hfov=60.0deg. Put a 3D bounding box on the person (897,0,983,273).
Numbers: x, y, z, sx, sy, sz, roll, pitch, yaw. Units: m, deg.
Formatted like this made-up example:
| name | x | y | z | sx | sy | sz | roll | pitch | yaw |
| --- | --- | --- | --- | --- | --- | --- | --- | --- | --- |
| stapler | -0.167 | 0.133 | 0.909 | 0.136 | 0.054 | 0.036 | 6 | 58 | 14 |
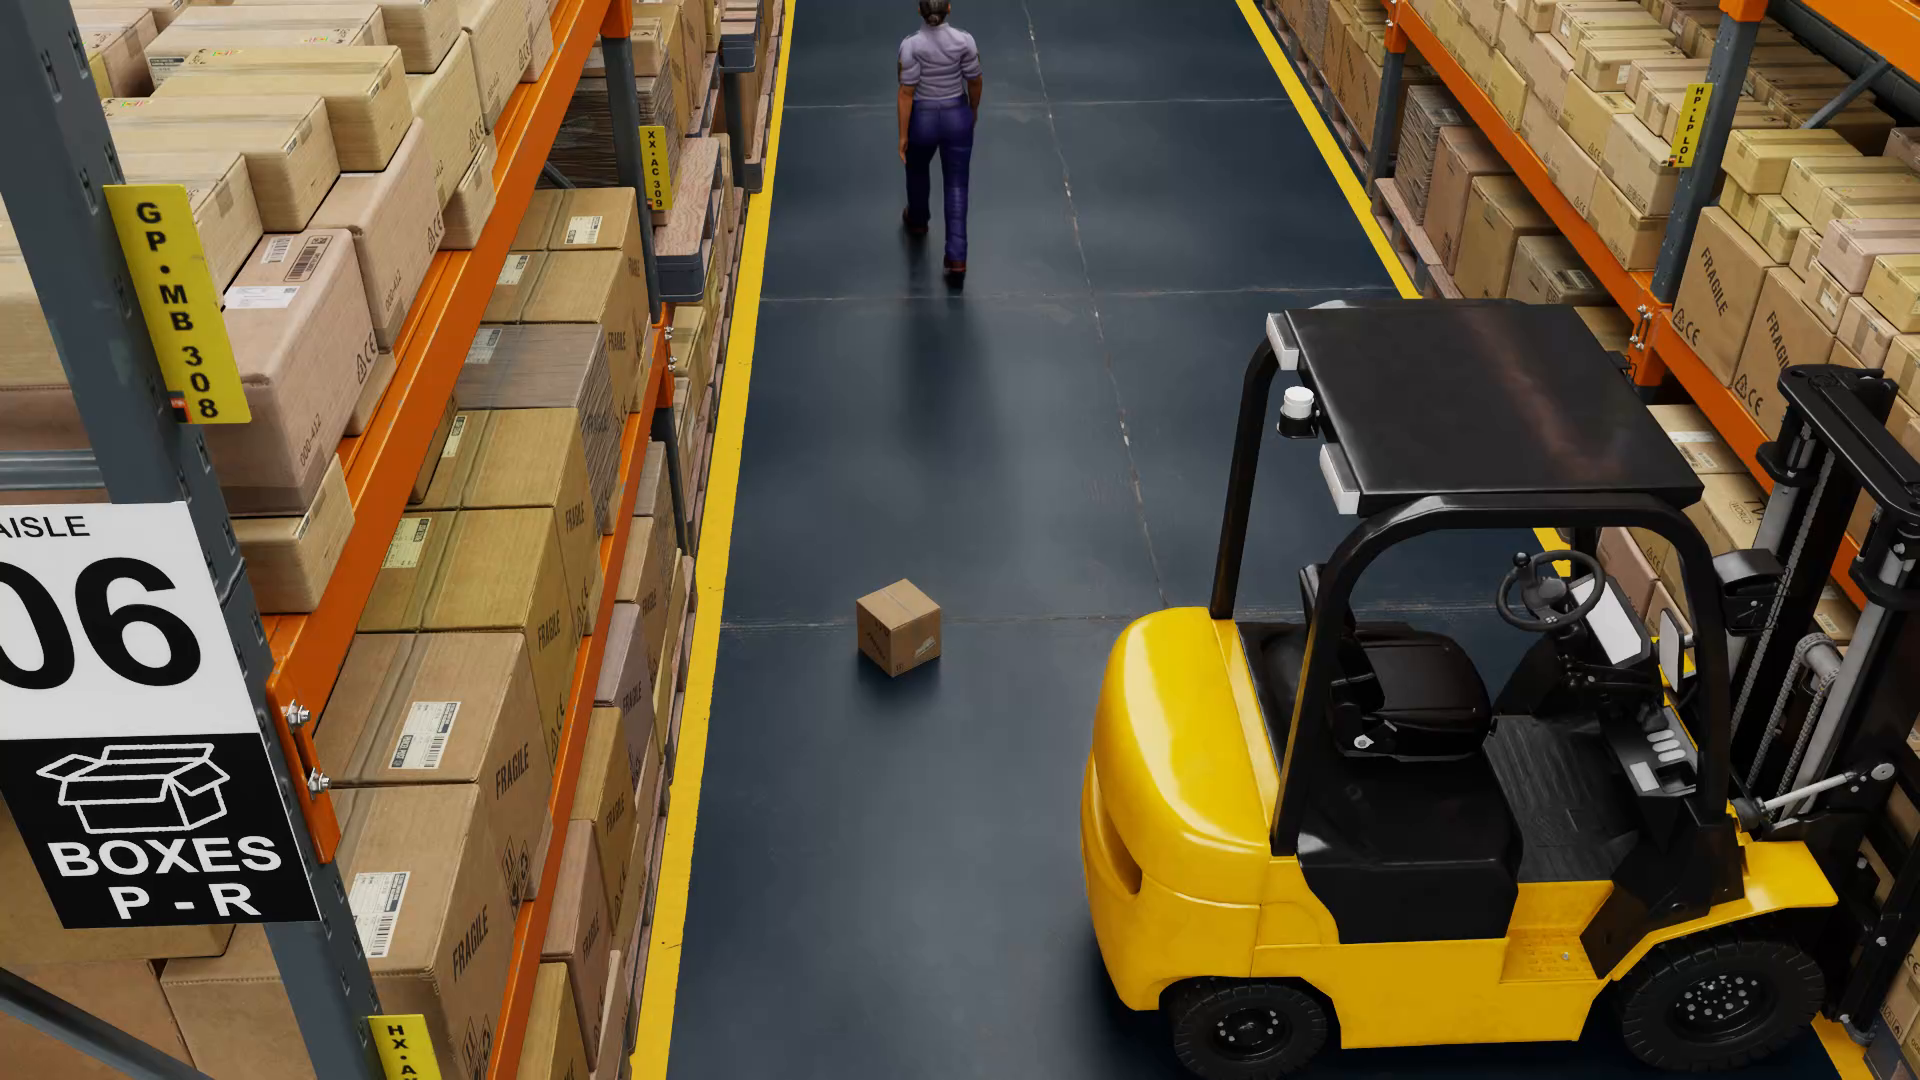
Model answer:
| name | x | y | z | sx | sy | sz | roll | pitch | yaw |
| --- | --- | --- | --- | --- | --- | --- | --- | --- | --- |
| person | -0.121 | -2.402 | 9.530 | 0.499 | 1.591 | 0.997 | -4 | 36 | -5 |
